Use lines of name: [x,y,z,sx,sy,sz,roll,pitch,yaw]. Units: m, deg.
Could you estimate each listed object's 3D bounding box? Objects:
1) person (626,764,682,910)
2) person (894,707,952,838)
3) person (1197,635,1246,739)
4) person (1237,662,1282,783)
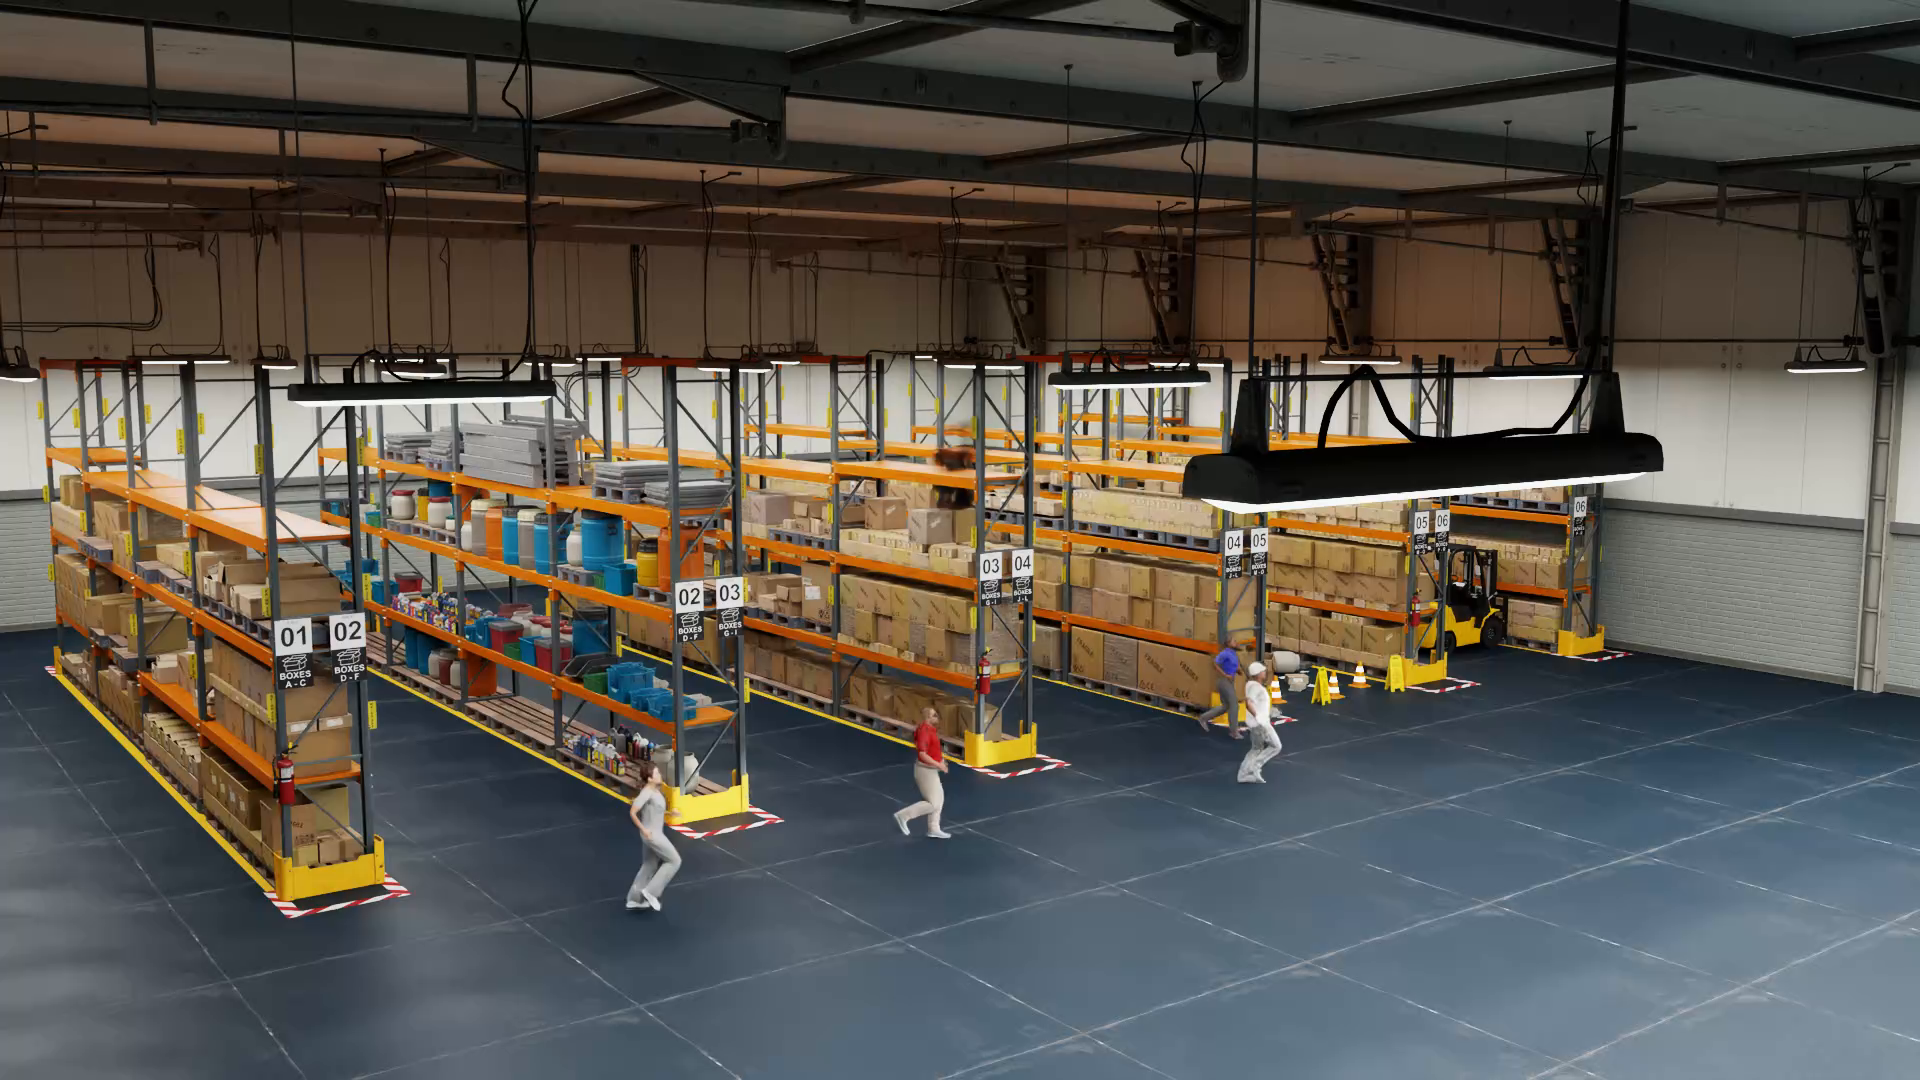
person: [-3.401,3.288,18.465,0.639,1.642,0.541,-1,7,-9]
person: [-0.467,2.970,21.155,0.727,1.717,0.666,-1,7,-7]
person: [4.245,2.347,26.738,0.818,1.660,0.613,3,7,22]
person: [4.296,2.611,23.765,0.619,1.735,0.694,0,7,-1]
